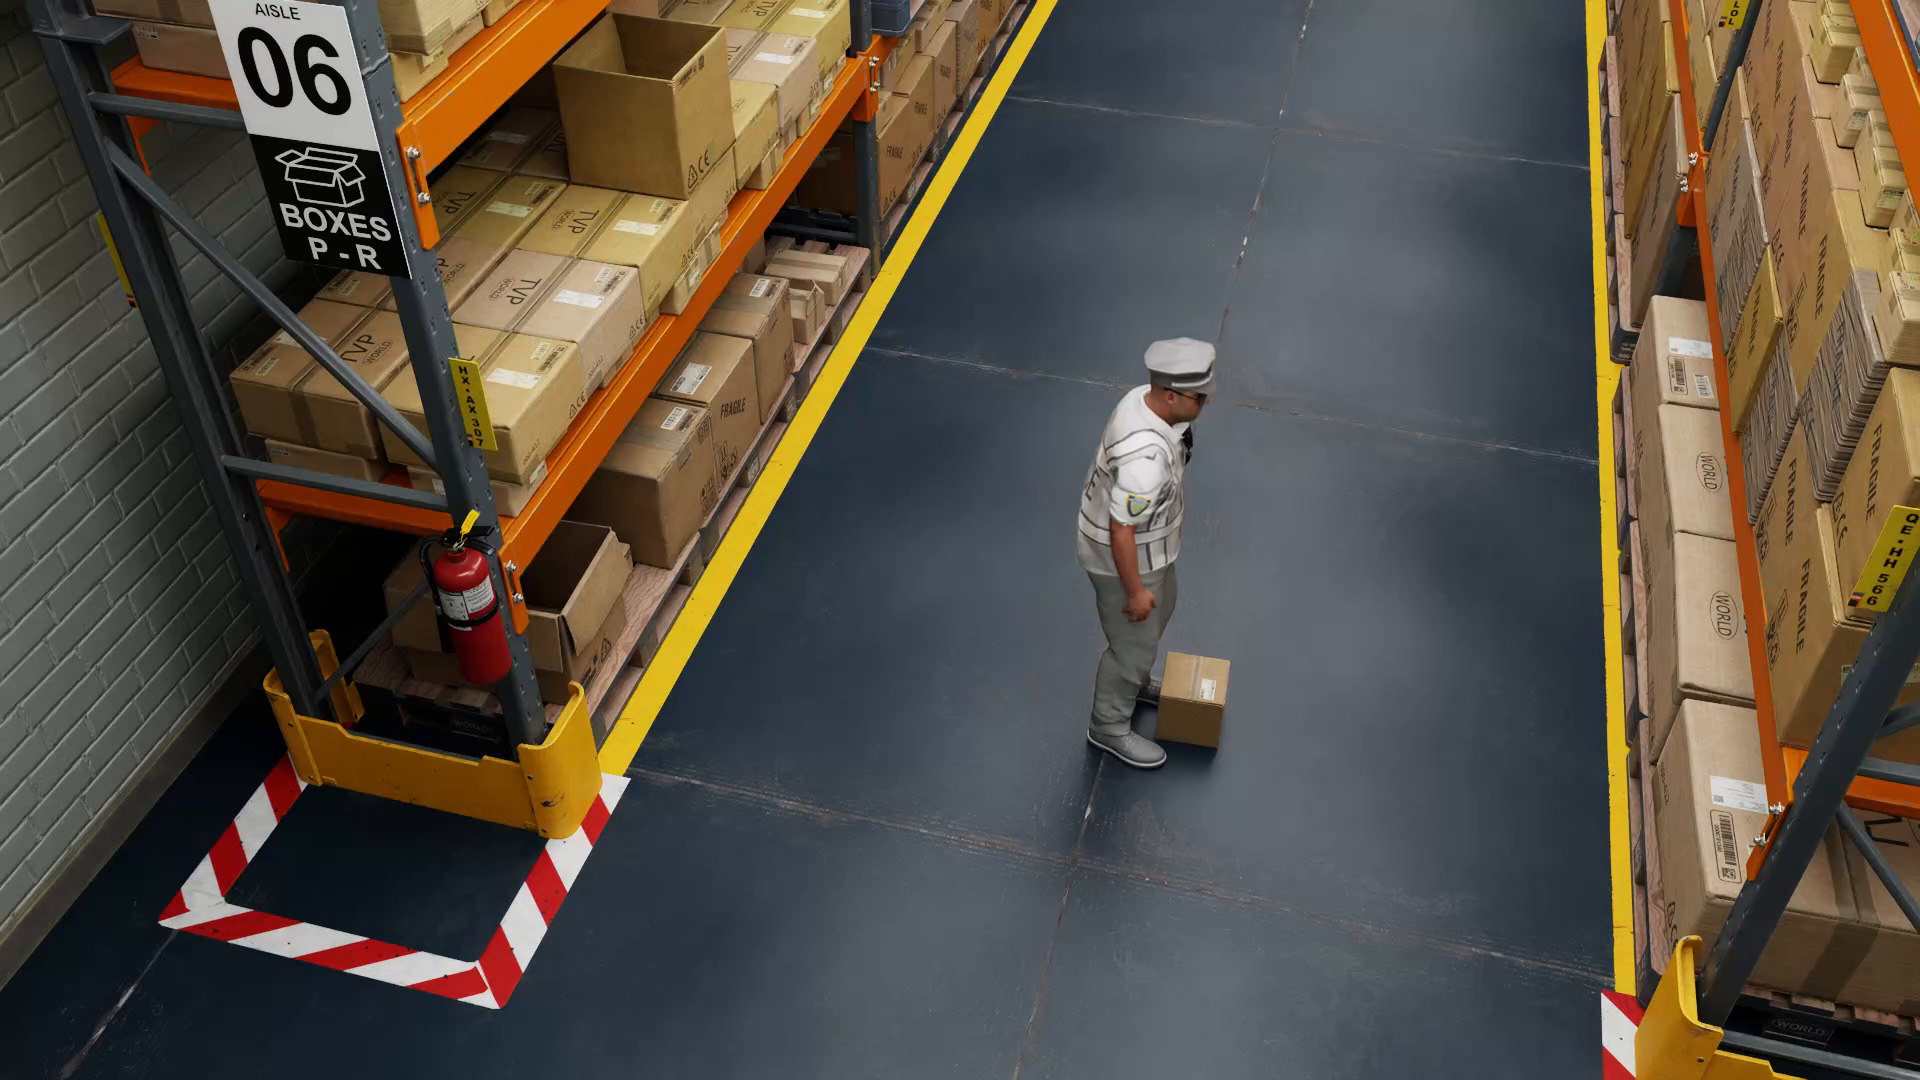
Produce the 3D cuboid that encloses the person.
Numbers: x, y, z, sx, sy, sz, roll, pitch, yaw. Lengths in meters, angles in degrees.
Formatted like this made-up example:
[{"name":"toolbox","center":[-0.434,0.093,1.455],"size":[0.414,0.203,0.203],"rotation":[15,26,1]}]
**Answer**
[{"name":"person","center":[0.668,0.027,6.120],"size":[0.466,1.748,0.587],"rotation":[10,42,11]}]
